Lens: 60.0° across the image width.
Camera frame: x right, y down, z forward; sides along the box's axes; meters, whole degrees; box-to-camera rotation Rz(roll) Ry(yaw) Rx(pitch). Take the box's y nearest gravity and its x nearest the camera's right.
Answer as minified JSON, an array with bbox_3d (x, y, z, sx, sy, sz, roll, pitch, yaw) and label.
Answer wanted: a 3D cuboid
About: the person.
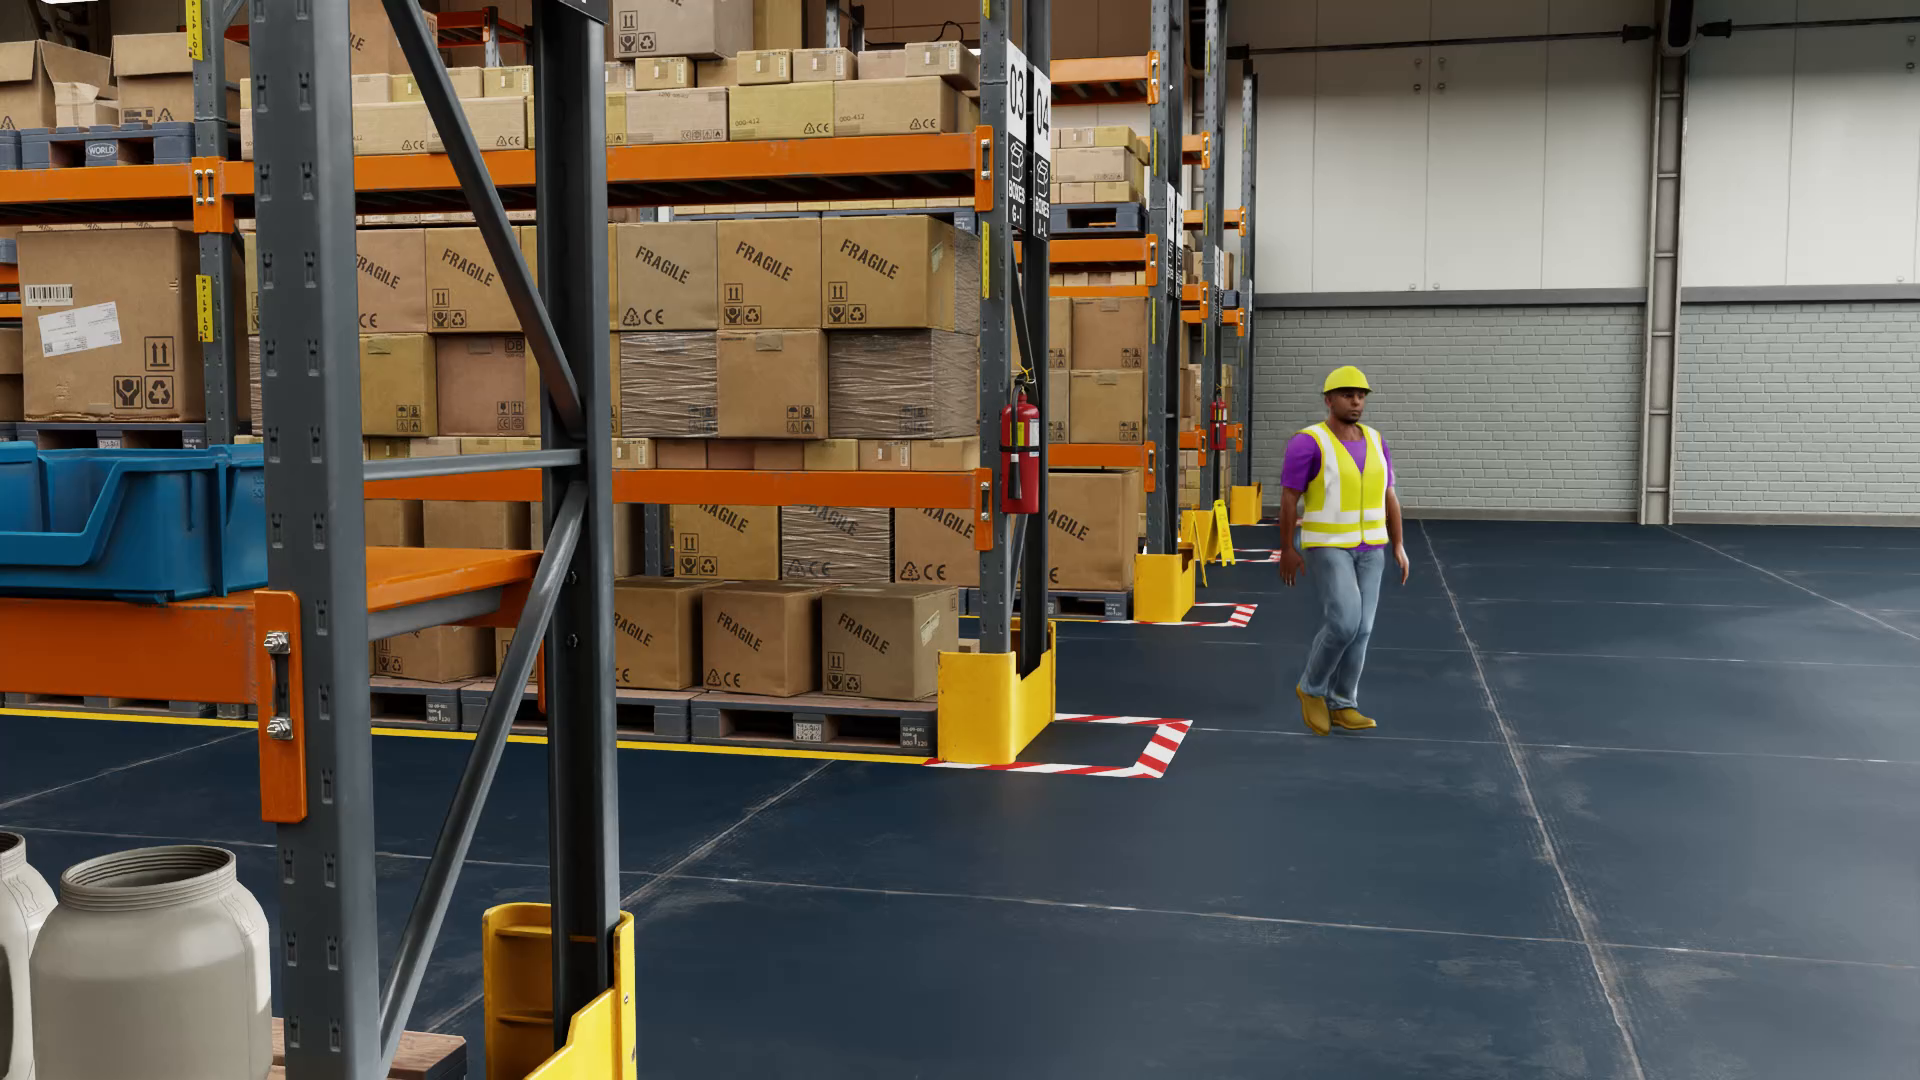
[{"bbox_3d":[1.855,0.060,7.983,0.593,1.785,0.453,-2,5,-21],"label":"person"}]
